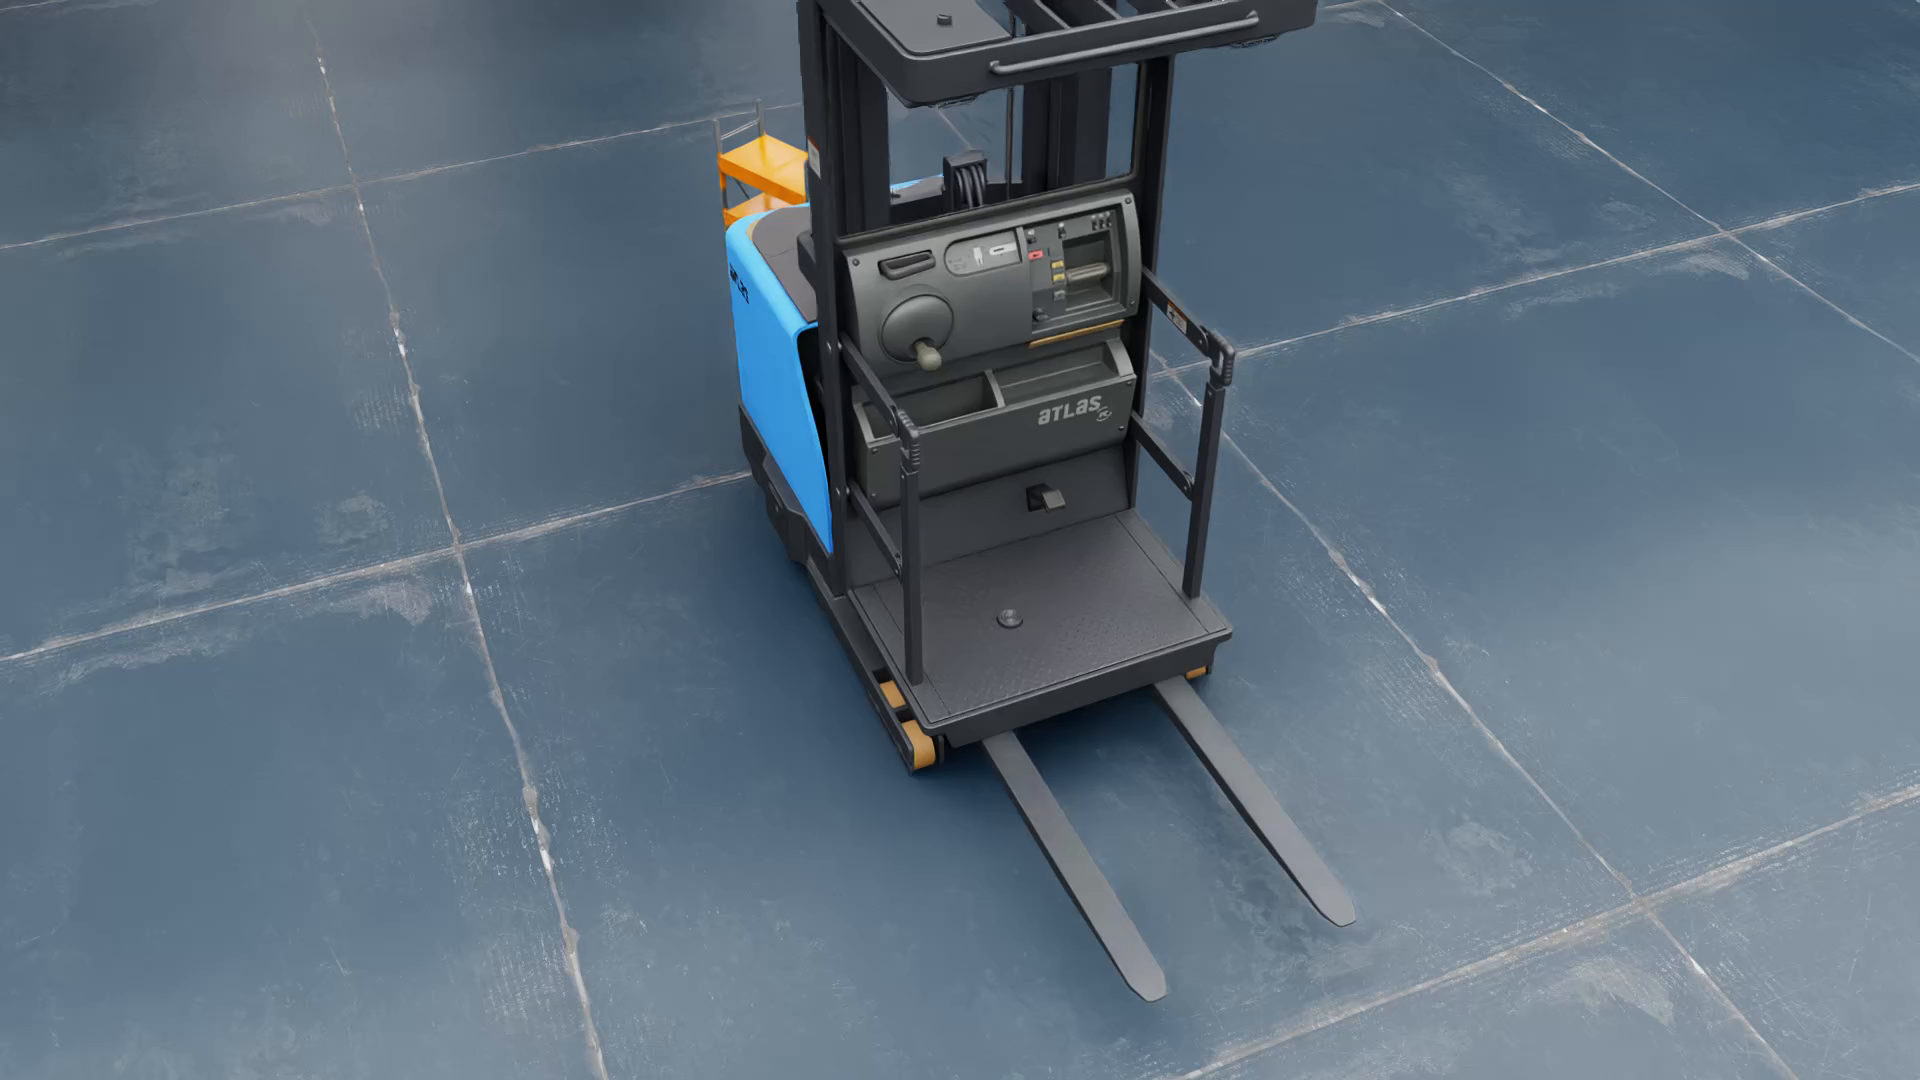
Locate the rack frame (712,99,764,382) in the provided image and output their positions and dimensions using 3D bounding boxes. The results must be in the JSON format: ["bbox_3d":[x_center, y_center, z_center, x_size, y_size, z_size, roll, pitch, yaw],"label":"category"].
[{"bbox_3d":[-0.846,-1.178,6.700,0.015,1.200,0.240,30,49,30],"label":"rack frame"}]

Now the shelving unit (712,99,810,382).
[{"bbox_3d":[-0.663,-1.072,6.577,0.503,1.200,0.258,30,49,30],"label":"shelving unit"}]

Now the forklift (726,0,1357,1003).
[{"bbox_3d":[0.202,-0.691,4.806,1.130,2.935,3.031,-16,43,-18],"label":"forklift"}]

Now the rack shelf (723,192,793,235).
[{"bbox_3d":[-0.663,-1.191,6.475,0.480,0.148,0.258,30,49,30],"label":"rack shelf"}]

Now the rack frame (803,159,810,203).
[{"bbox_3d":[-0.481,-0.967,6.454,0.015,1.200,0.240,30,49,30],"label":"rack frame"}]

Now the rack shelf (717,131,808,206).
[{"bbox_3d":[-0.663,-1.370,6.321,0.480,0.148,0.258,30,49,30],"label":"rack shelf"}]
